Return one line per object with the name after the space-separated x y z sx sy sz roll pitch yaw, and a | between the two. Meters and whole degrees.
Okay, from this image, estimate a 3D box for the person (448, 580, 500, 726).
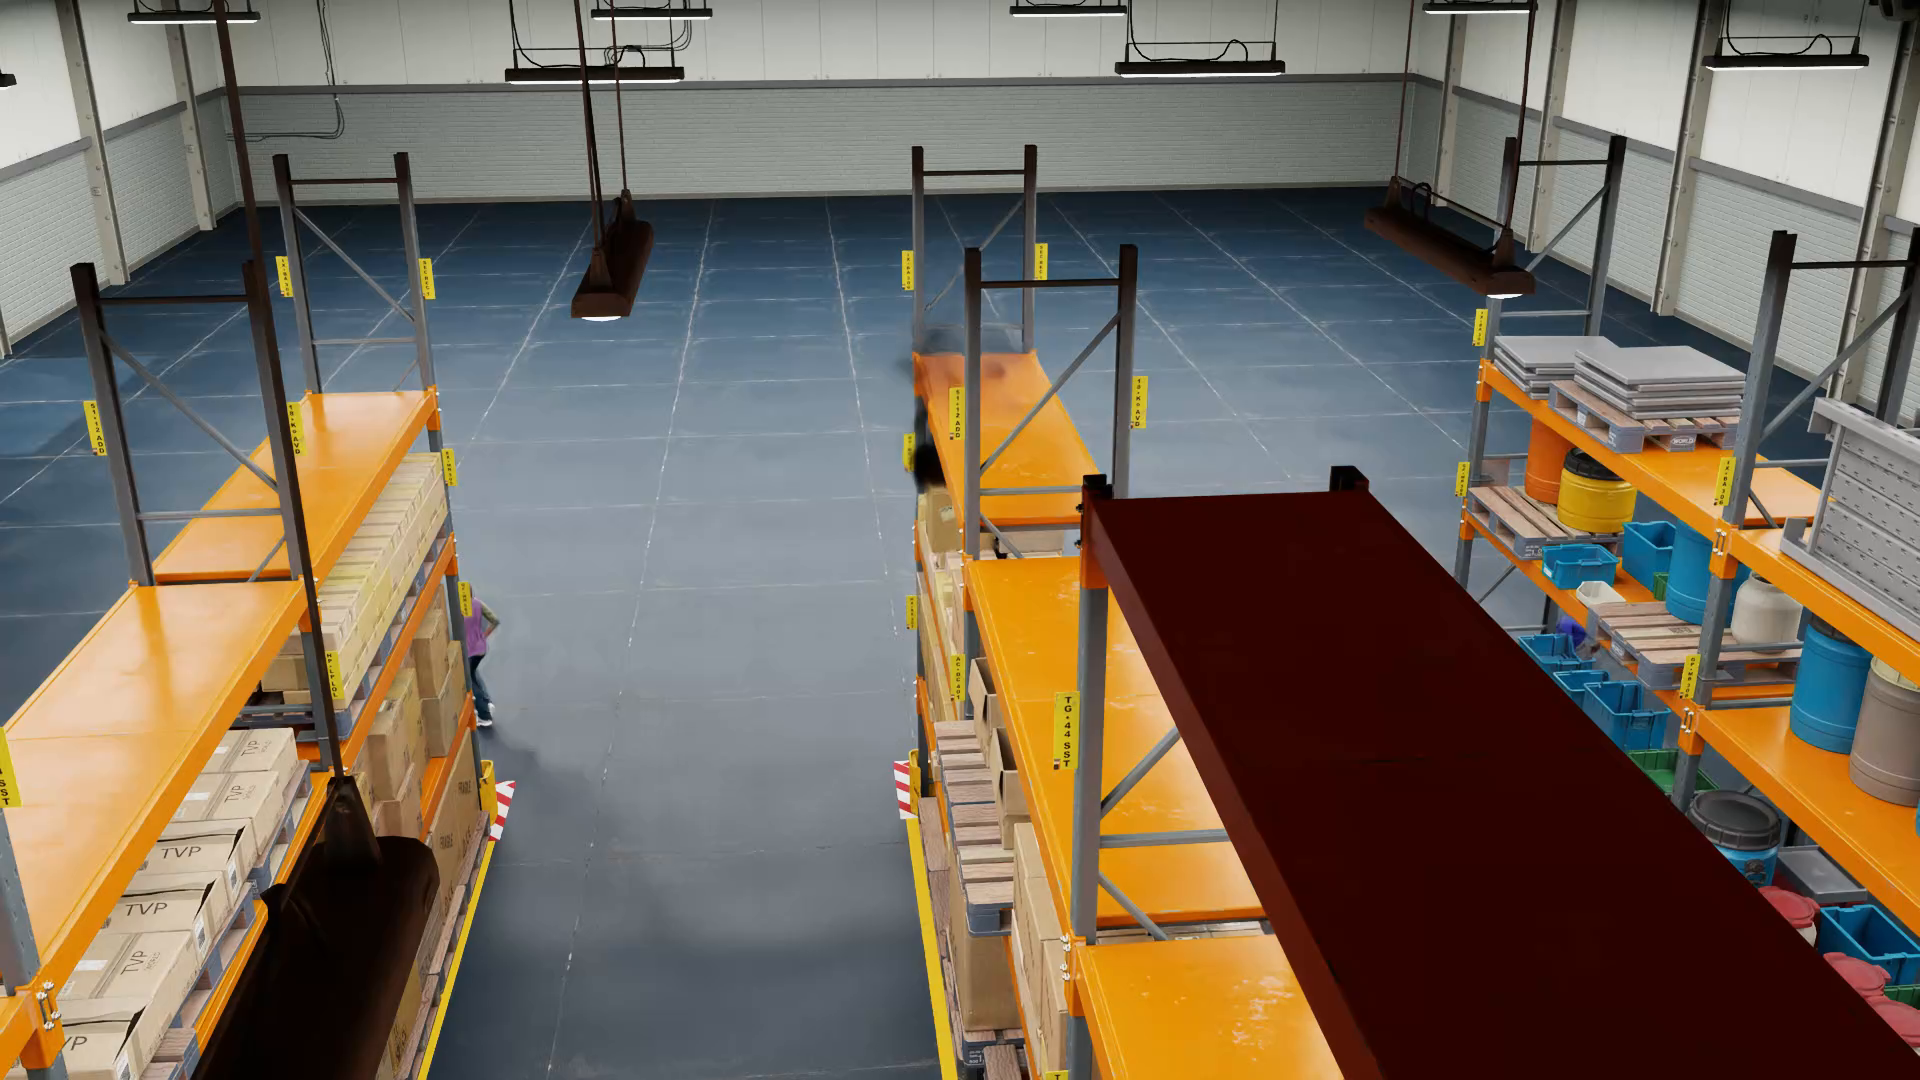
-4.923 1.110 16.699 0.518 1.569 0.518 18 28 39 | person

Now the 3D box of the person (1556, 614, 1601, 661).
6.001 1.189 16.401 0.605 1.649 0.868 -17 27 -36 | person
